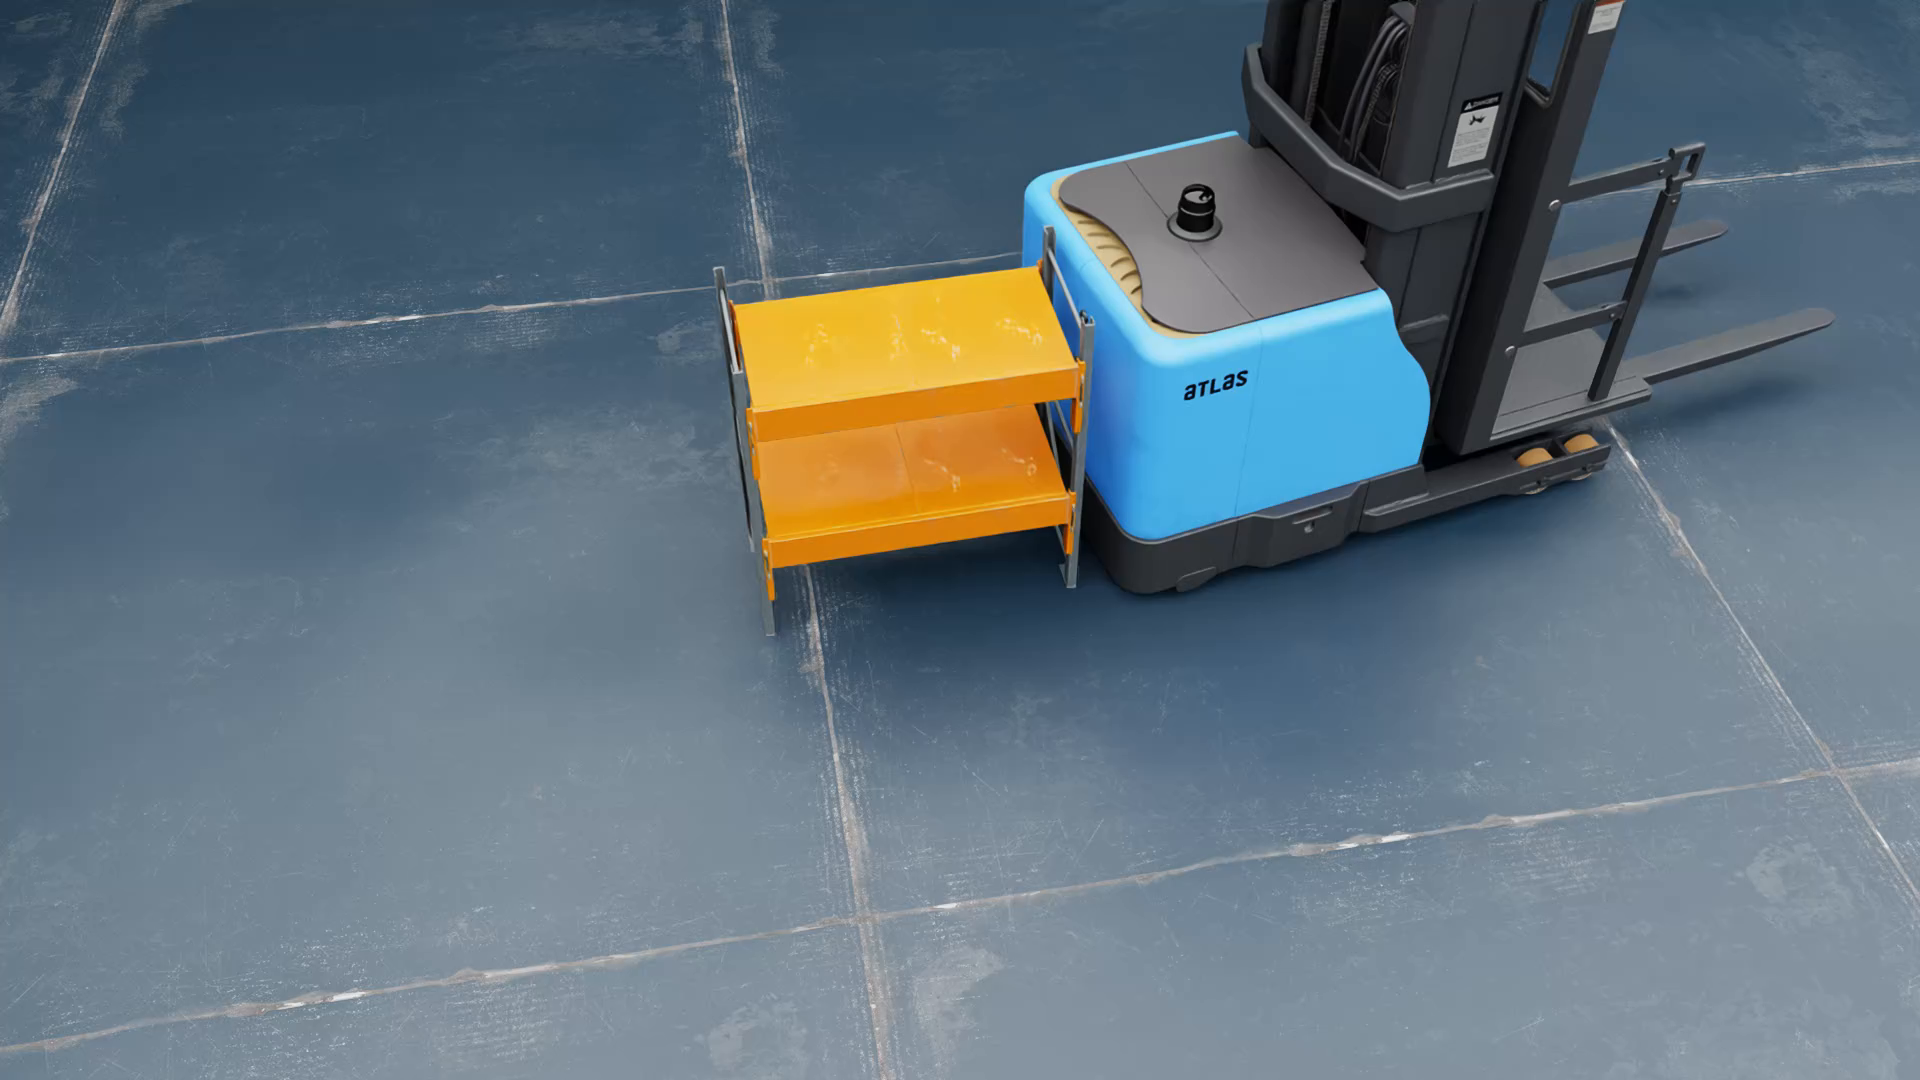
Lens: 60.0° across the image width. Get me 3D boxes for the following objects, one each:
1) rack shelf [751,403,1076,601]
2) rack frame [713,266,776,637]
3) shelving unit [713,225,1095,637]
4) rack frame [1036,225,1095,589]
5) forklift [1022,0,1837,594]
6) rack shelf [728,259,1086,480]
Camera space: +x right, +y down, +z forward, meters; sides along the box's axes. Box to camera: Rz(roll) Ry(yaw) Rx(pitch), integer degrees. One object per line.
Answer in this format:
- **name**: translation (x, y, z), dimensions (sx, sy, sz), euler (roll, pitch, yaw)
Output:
- **rack shelf**: translation (-0.174, -0.157, 5.460), dimensions (1.000, 0.278, 0.538), euler (-9, 47, -8)
- **rack frame**: translation (-0.671, -0.251, 5.210), dimensions (0.032, 1.125, 0.500), euler (-9, 47, -8)
- **shelving unit**: translation (-0.174, -0.327, 5.284), dimensions (1.048, 1.125, 0.538), euler (-9, 47, -8)
- **rack frame**: translation (0.323, -0.403, 5.357), dimensions (0.032, 1.125, 0.500), euler (-9, 47, -8)
- **forklift**: translation (1.765, -1.519, 5.178), dimensions (3.031, 2.935, 1.130), euler (-16, 48, -15)
- **rack shelf**: translation (-0.174, -0.530, 5.073), dimensions (1.000, 0.278, 0.538), euler (-9, 47, -8)
